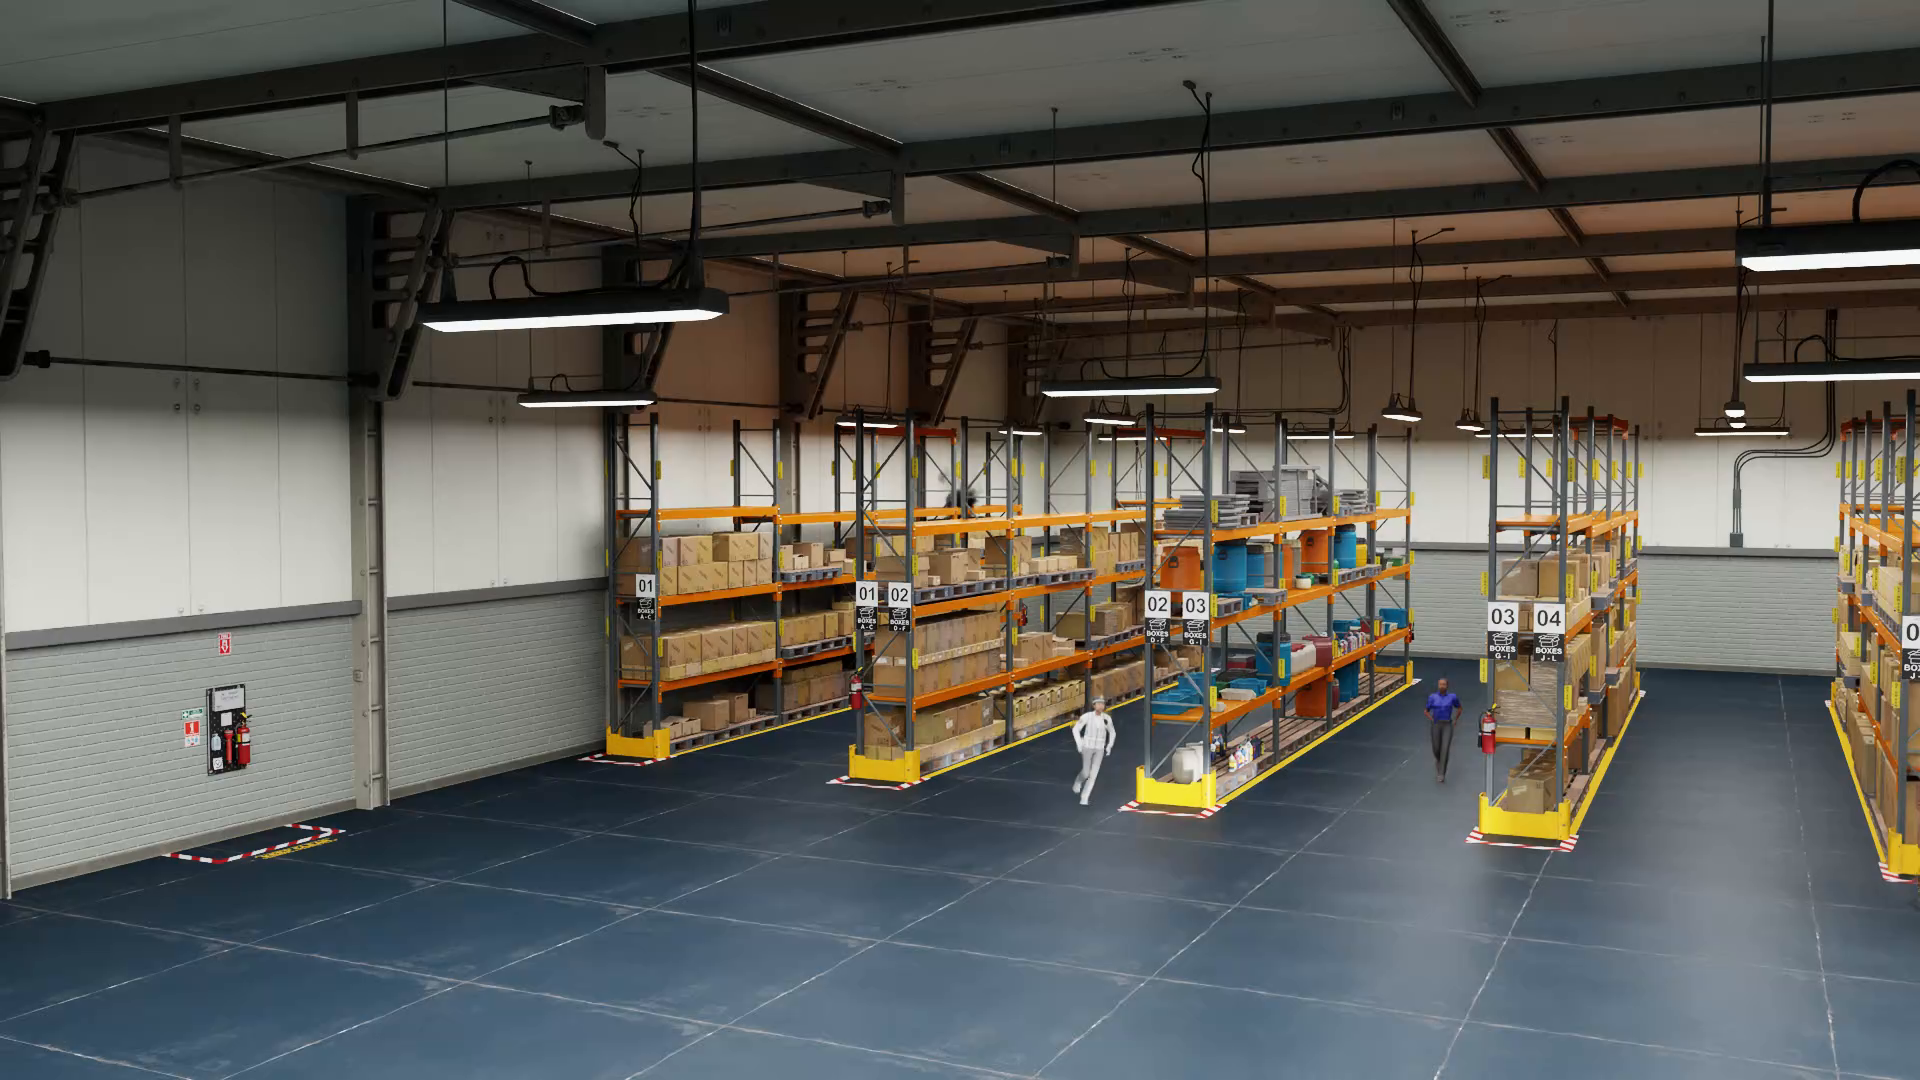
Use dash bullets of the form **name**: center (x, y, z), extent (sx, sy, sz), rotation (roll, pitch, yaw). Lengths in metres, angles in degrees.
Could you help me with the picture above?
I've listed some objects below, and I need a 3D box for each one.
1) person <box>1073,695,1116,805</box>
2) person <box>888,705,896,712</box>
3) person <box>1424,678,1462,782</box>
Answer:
- **person**: center (2.039, 3.134, 25.045), extent (0.657, 1.623, 0.577), rotation (0, 2, -7)
- **person**: center (-1.115, 2.845, 31.578), extent (0.558, 1.724, 0.733), rotation (1, 2, 15)
- **person**: center (7.809, 3.042, 26.899), extent (0.581, 1.632, 0.887), rotation (1, 3, 19)
